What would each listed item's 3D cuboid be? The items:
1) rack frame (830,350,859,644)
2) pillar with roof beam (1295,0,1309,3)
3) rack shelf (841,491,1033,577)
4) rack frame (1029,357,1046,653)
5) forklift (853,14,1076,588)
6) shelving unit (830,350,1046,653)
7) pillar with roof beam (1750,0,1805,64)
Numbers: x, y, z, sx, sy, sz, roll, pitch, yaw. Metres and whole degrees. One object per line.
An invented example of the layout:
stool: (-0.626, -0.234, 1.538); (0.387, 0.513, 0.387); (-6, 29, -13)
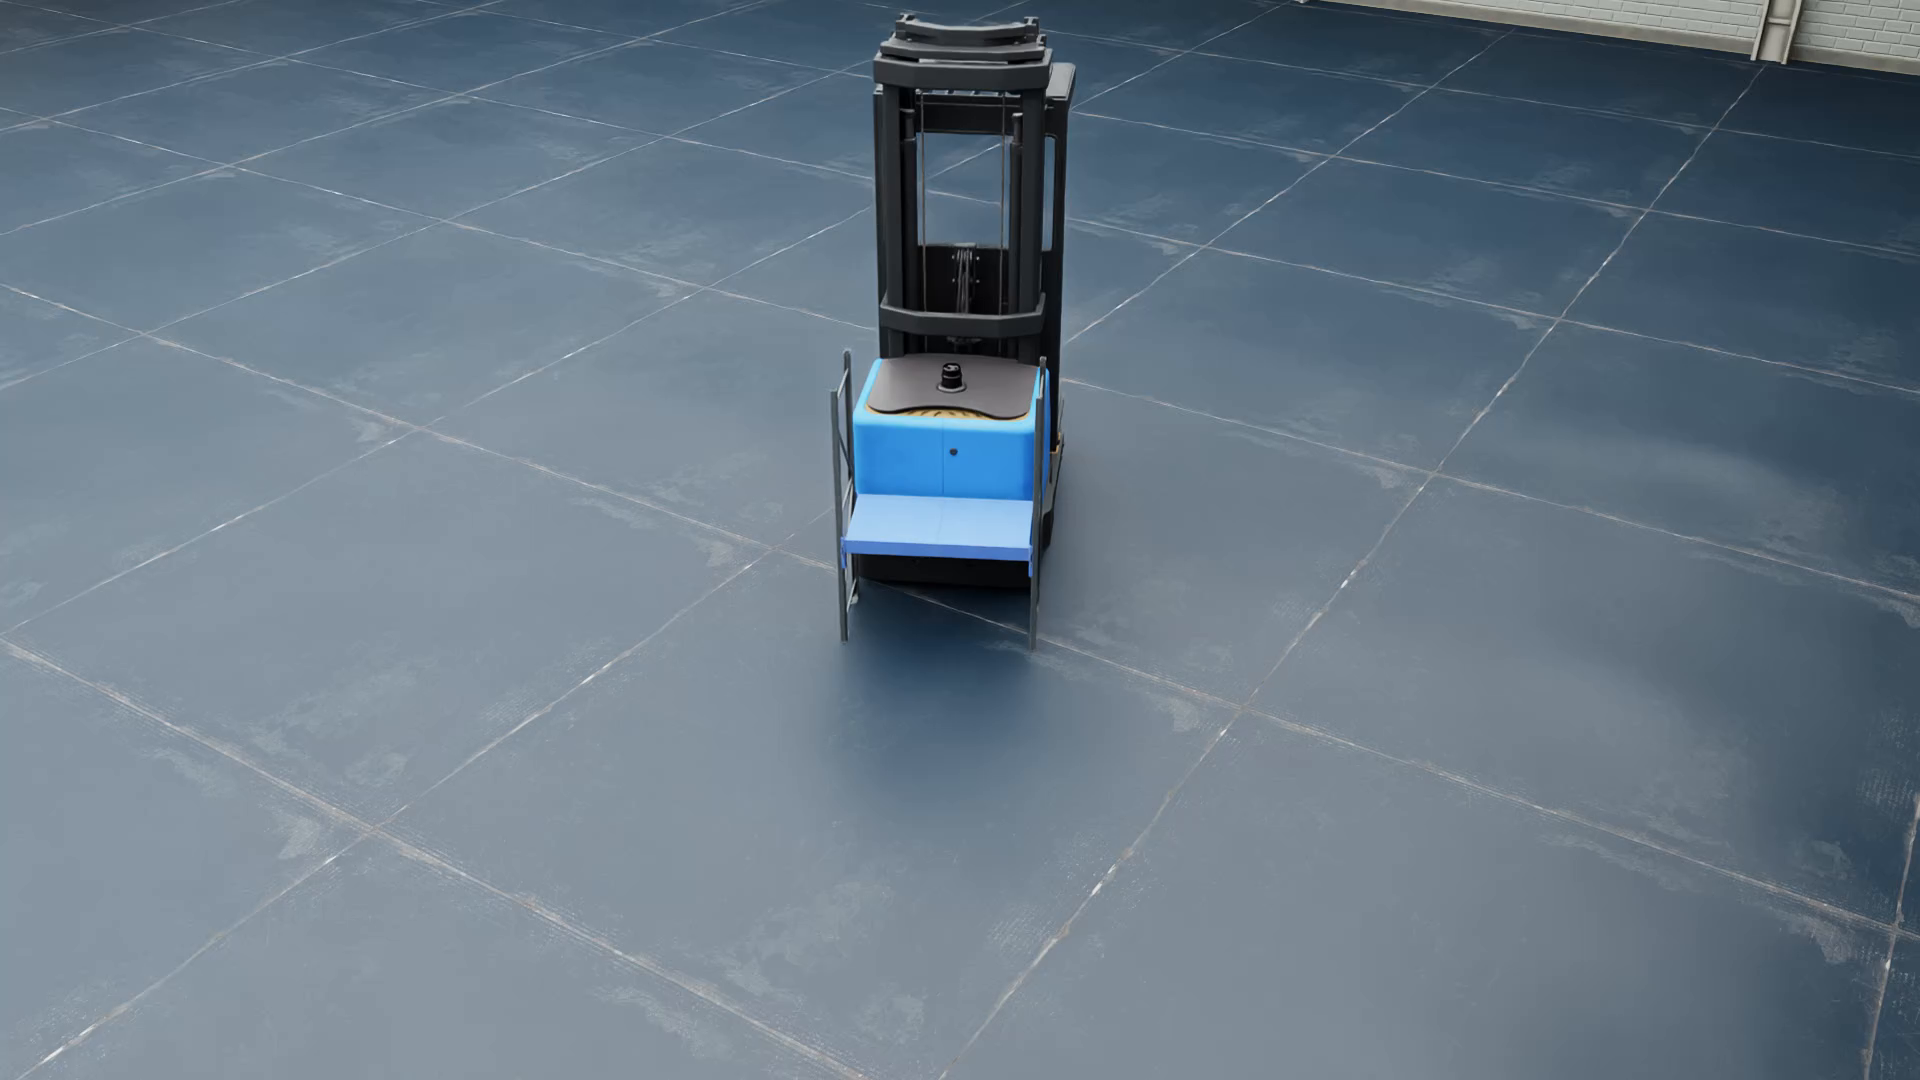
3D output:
rack frame: (-0.606, -0.215, 8.802); (0.032, 1.500, 0.500); (2, 30, 4)
pillar with roof beam: (2.215, -9.342, 17.006); (0.400, 9.000, 9.100); (18, 35, 27)
rack shelf: (-0.100, -0.037, 8.855); (1.000, 0.185, 0.538); (2, 30, 4)
rack frame: (0.407, -0.171, 8.726); (0.032, 1.500, 0.500); (2, 30, 4)
forklift: (0.089, -1.716, 9.955); (1.130, 2.935, 3.031); (3, 30, 6)
shelving unit: (-0.100, -0.193, 8.764); (1.048, 1.500, 0.538); (2, 30, 4)
pillar with roof beam: (7.297, -7.735, 14.250); (0.400, 9.000, 9.100); (18, 35, 27)
